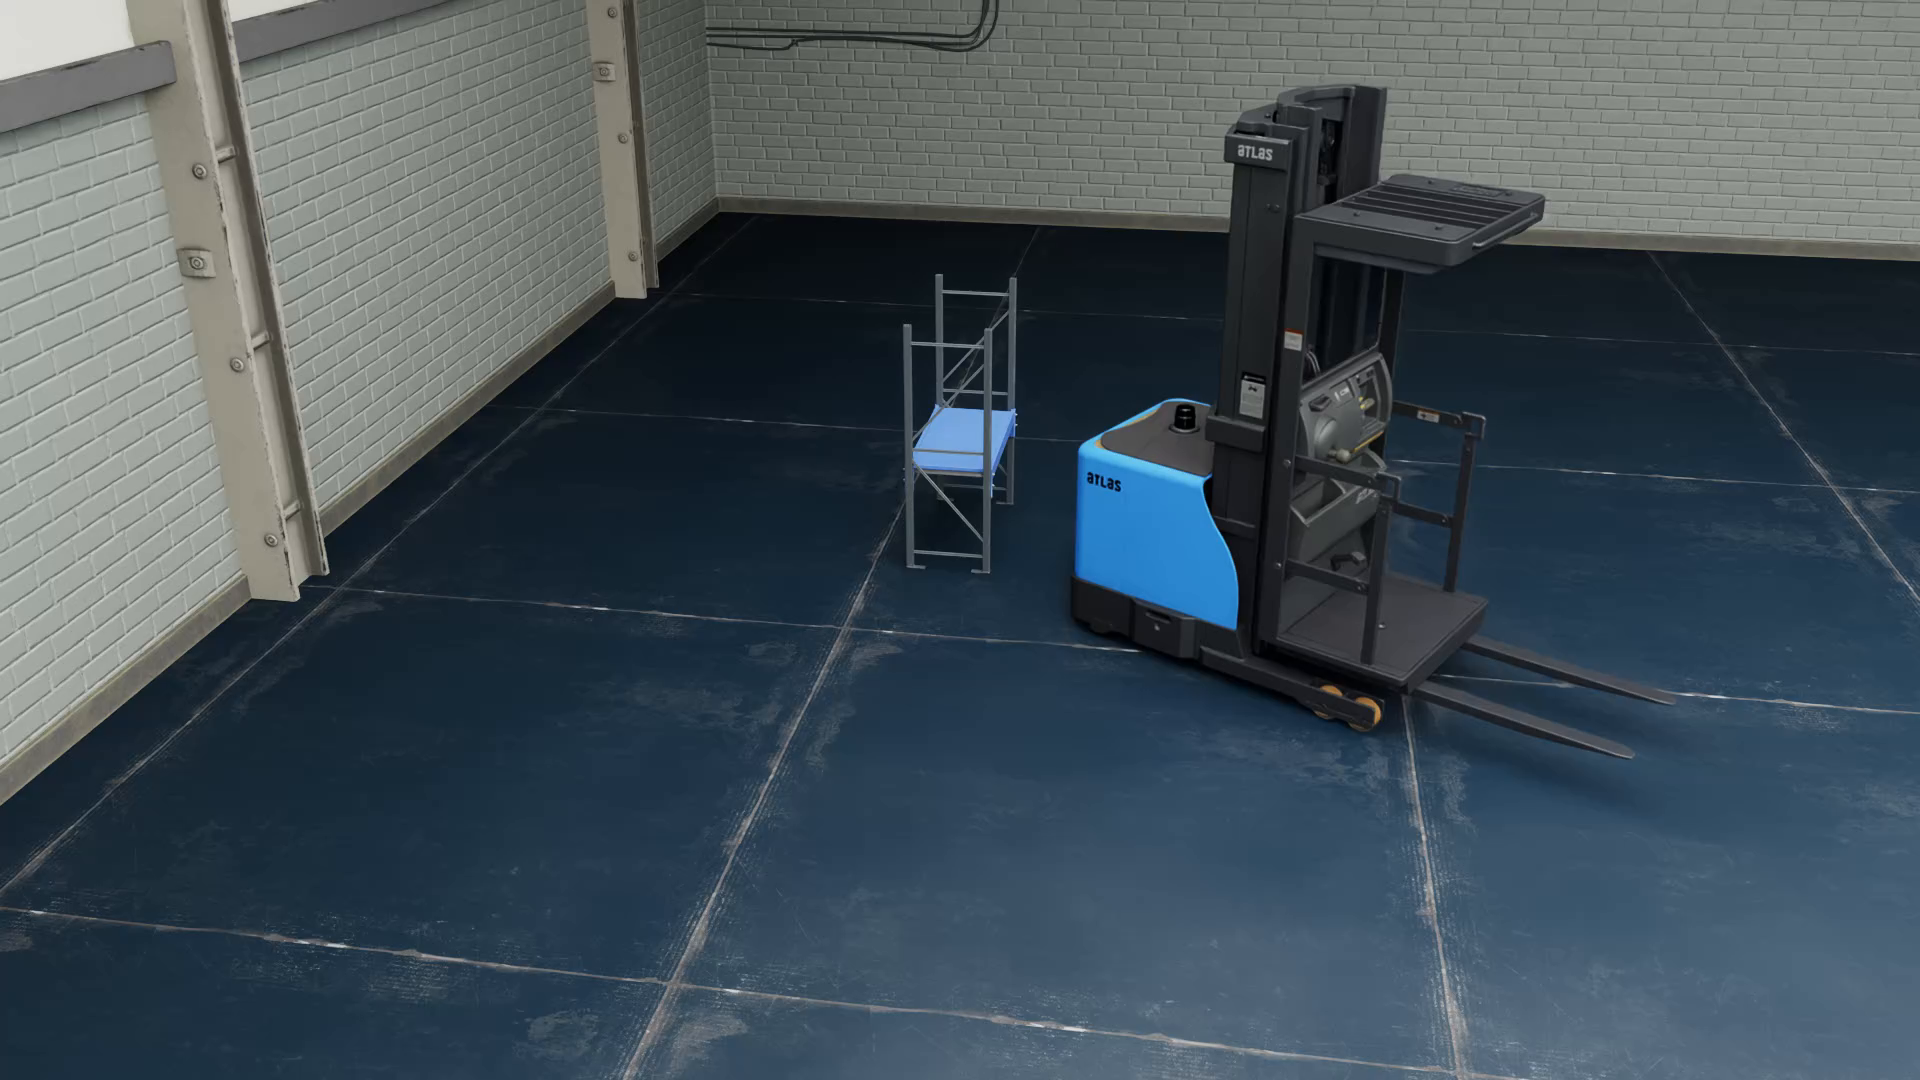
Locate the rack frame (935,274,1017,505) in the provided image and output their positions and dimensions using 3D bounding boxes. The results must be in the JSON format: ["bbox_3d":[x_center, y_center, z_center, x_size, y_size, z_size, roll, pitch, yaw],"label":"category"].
[{"bbox_3d":[0.097,-0.928,10.462,0.500,1.500,0.032,4,25,9],"label":"rack frame"}]

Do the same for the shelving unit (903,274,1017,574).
[{"bbox_3d":[0.014,-0.715,10.008,0.538,1.500,1.048,4,25,9],"label":"shelving unit"}]

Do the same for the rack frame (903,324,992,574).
[{"bbox_3d":[-0.069,-0.502,9.554,0.500,1.500,0.032,4,25,9],"label":"rack frame"}]

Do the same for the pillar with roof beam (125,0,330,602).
[{"bbox_3d":[0.332,-3.519,7.153,9.100,9.000,0.400,4,25,9],"label":"pillar with roof beam"}]

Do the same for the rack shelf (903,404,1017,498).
[{"bbox_3d":[0.014,-0.552,10.085,0.538,0.185,1.000,4,25,9],"label":"rack shelf"}]

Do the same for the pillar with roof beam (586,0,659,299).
[{"bbox_3d":[1.313,-6.028,12.514,9.100,9.000,0.400,4,25,9],"label":"pillar with roof beam"}]

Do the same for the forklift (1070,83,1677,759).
[{"bbox_3d":[2.082,-0.635,8.148,3.031,2.935,1.130,18,31,34],"label":"forklift"}]

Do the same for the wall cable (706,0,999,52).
[{"bbox_3d":[-1.149,-6.061,16.246,3.097,2.526,0.112,4,25,9],"label":"wall cable"}]
